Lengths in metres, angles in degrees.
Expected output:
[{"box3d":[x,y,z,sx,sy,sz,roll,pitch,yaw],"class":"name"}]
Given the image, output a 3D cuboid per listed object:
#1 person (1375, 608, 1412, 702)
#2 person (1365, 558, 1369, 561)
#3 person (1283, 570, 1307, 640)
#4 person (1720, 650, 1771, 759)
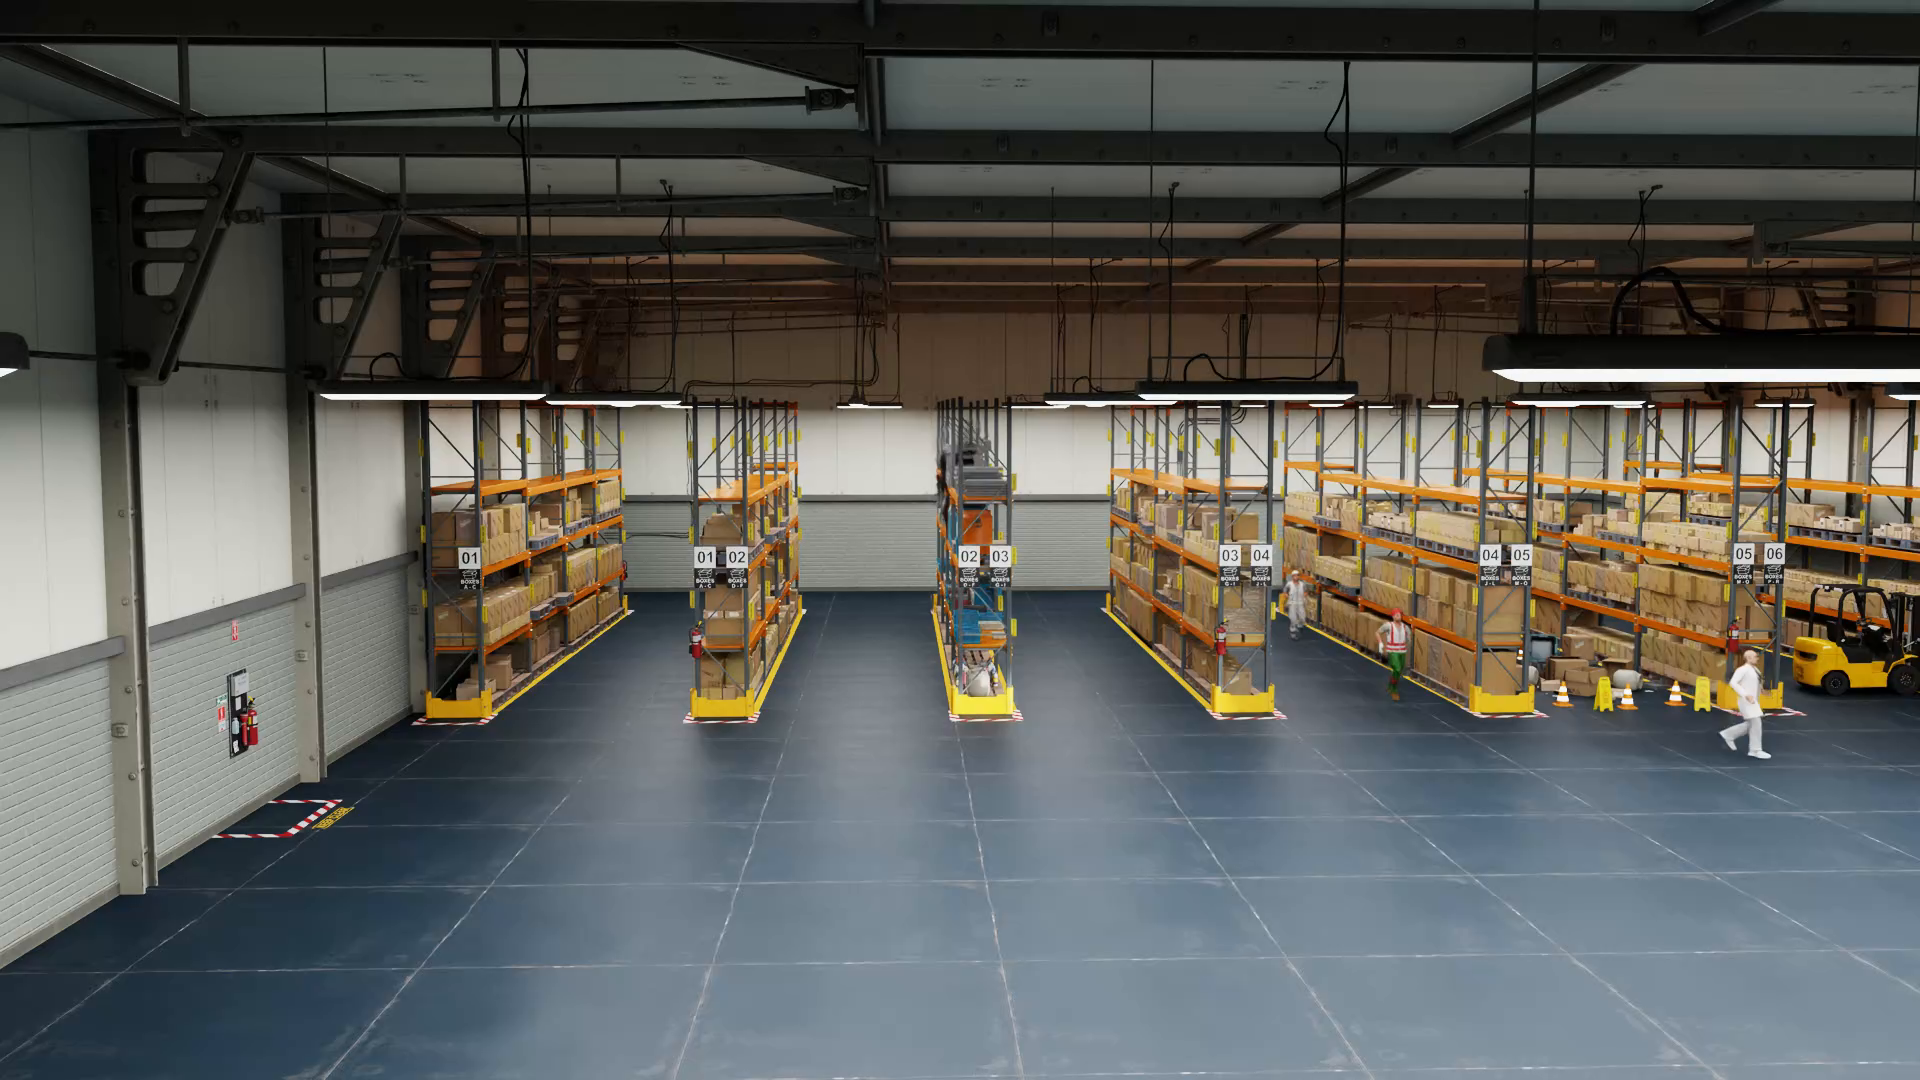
[{"box3d":[8.674,2.278,33.076,0.645,1.841,0.767,-1,5,-18],"class":"person"},{"box3d":[11.523,1.299,47.170,0.596,1.583,0.578,0,4,2],"class":"person"},{"box3d":[8.401,1.634,41.460,0.643,1.741,0.587,0,4,-2],"class":"person"},{"box3d":[13.060,2.706,27.605,0.854,1.763,0.724,4,6,44],"class":"person"}]
